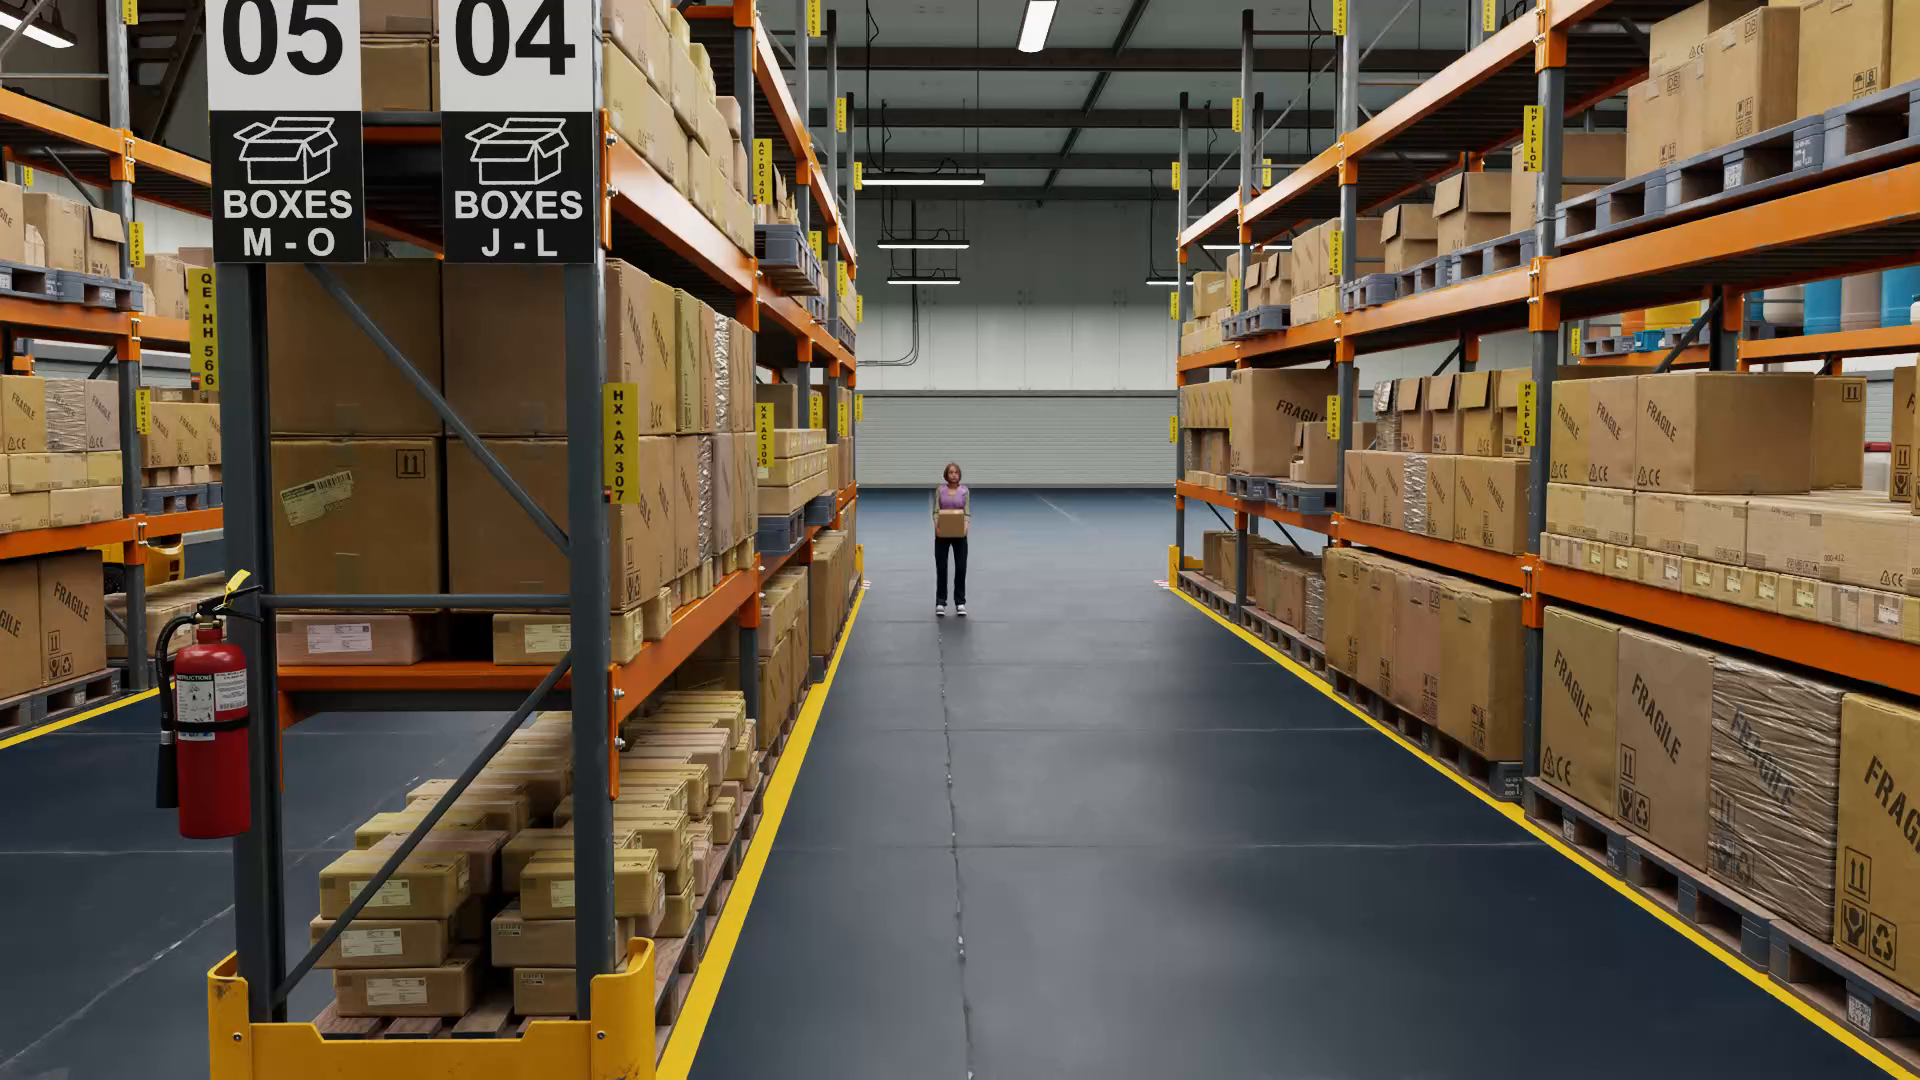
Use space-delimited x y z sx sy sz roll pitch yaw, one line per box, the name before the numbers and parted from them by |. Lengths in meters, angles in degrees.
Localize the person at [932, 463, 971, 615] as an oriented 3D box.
person | -0.085 -0.008 17.380 0.407 1.588 0.496 0 4 -1
